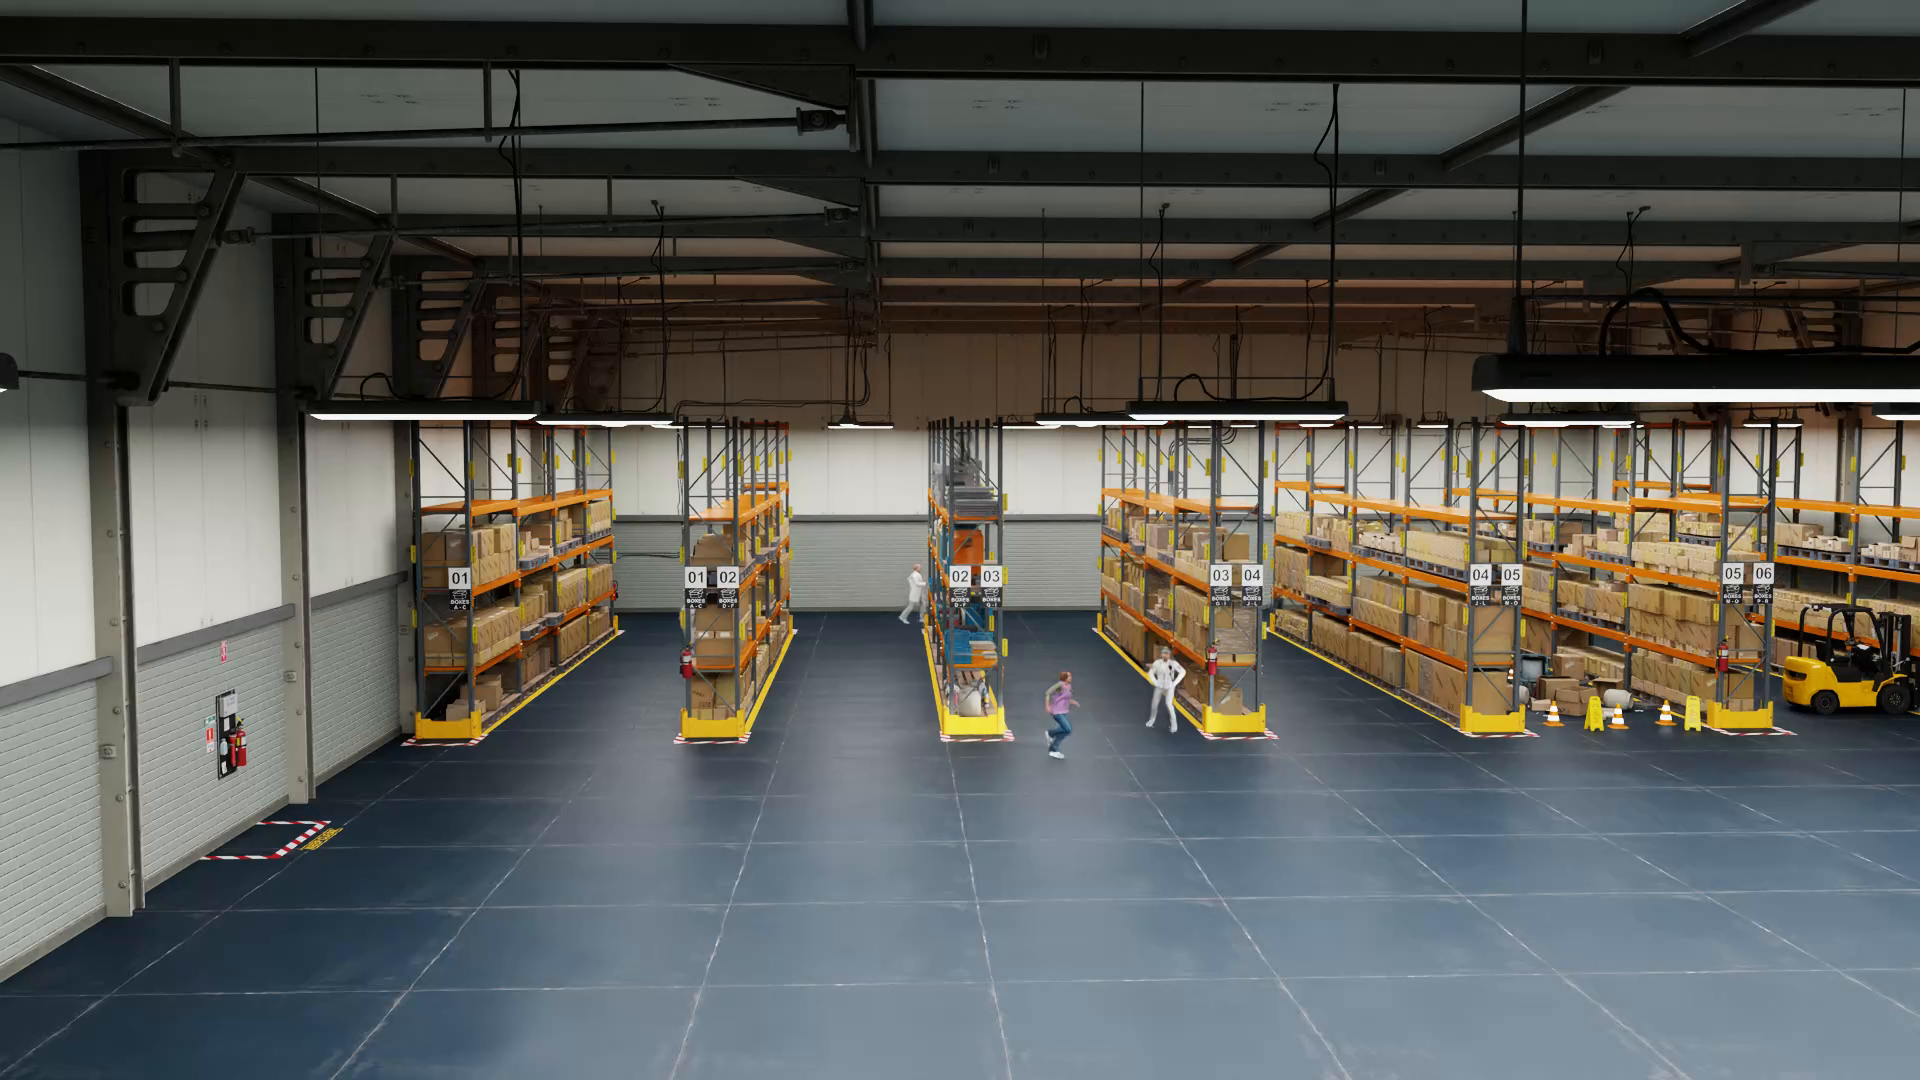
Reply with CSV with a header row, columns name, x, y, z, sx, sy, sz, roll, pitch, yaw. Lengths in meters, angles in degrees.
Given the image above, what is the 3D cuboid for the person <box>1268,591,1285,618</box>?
name,x,y,z,sx,sy,sz,roll,pitch,yaw
person,9.402,1.662,49.108,0.616,1.727,0.769,2,4,23

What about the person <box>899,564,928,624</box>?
name,x,y,z,sx,sy,sz,roll,pitch,yaw
person,-1.323,1.615,49.078,0.977,1.823,0.680,1,4,10

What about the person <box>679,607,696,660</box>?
name,x,y,z,sx,sy,sz,roll,pitch,yaw
person,-6.698,2.209,41.264,0.553,1.647,0.875,0,4,-7

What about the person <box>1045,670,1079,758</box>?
name,x,y,z,sx,sy,sz,roll,pitch,yaw
person,1.795,3.056,29.197,0.616,1.549,0.573,2,4,34

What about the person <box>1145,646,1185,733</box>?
name,x,y,z,sx,sy,sz,roll,pitch,yaw
person,3.912,2.836,31.845,0.786,1.647,0.676,1,4,17
